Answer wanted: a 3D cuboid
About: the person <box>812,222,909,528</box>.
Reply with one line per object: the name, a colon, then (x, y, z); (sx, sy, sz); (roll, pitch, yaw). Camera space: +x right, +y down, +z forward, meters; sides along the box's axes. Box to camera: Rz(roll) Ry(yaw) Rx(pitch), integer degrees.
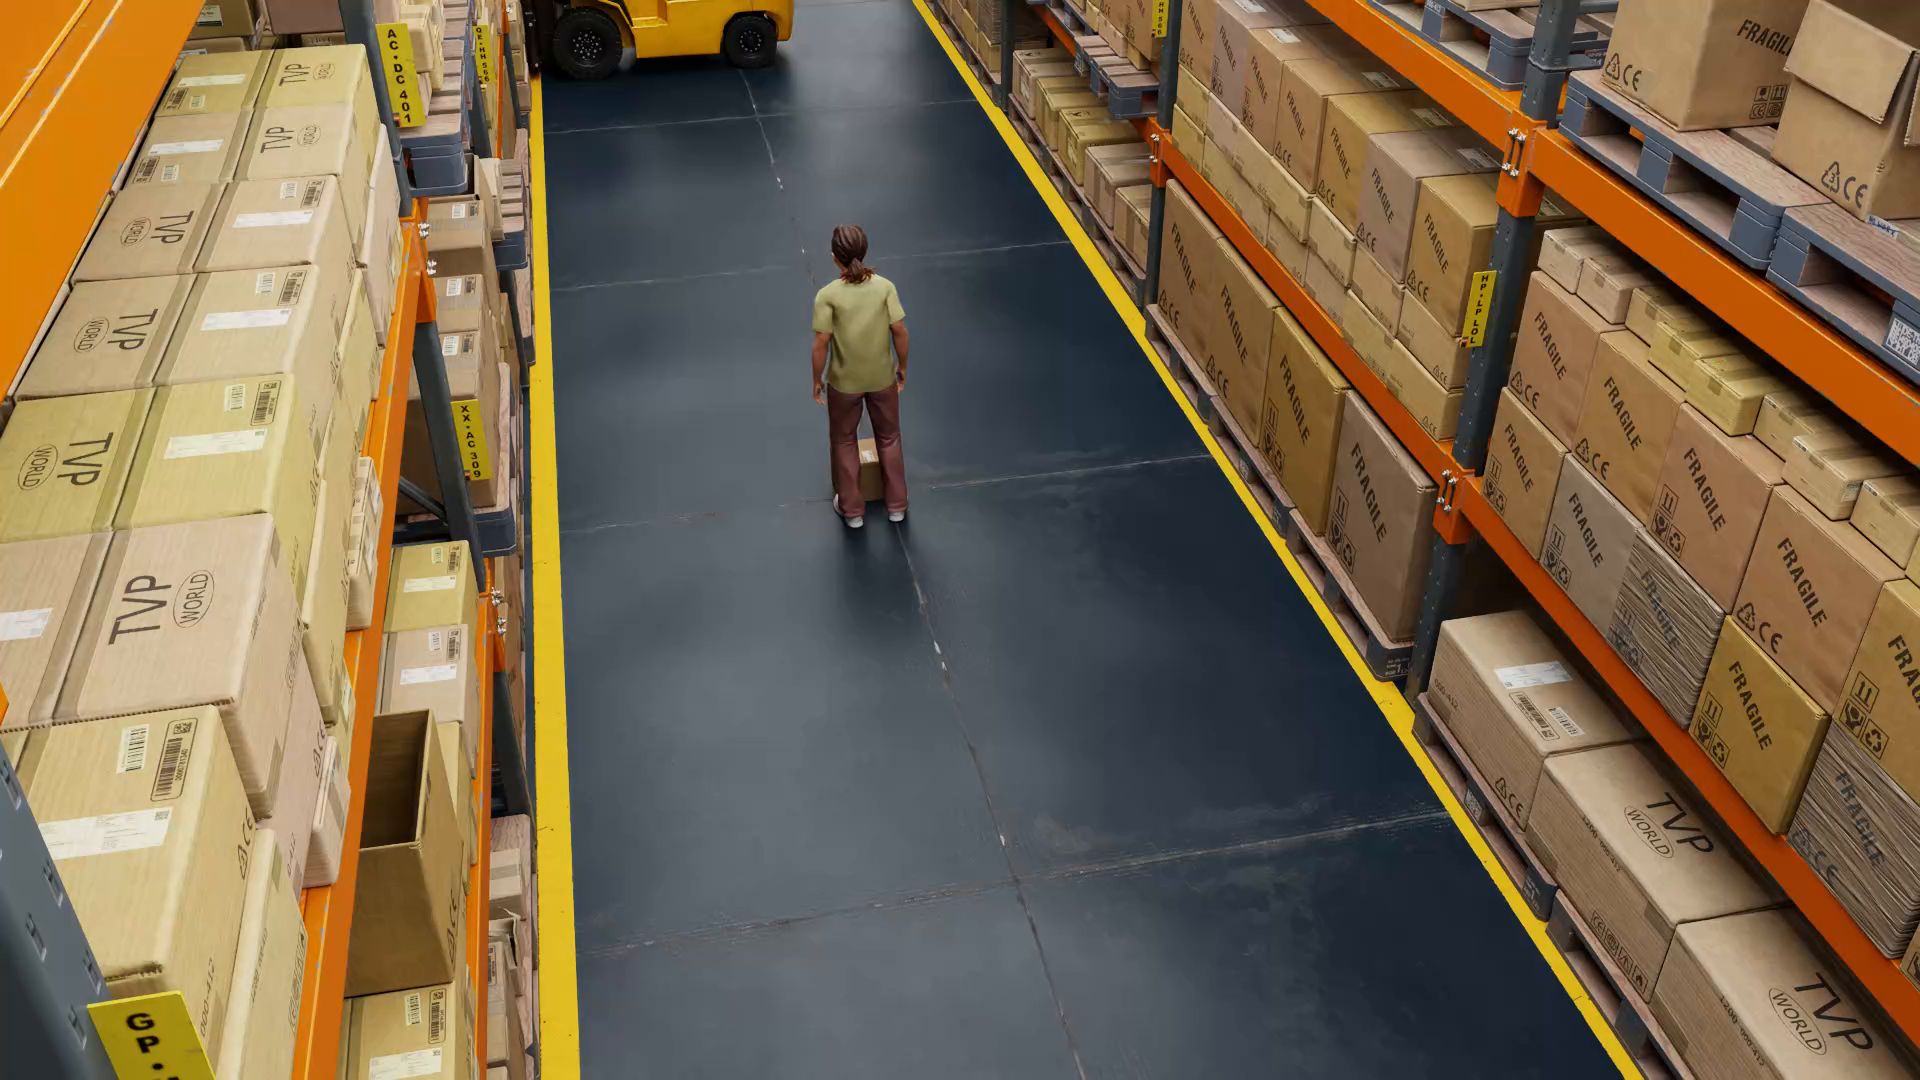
person: (-0.511, -0.826, 8.564); (0.521, 1.667, 0.357); (-9, 36, -13)
